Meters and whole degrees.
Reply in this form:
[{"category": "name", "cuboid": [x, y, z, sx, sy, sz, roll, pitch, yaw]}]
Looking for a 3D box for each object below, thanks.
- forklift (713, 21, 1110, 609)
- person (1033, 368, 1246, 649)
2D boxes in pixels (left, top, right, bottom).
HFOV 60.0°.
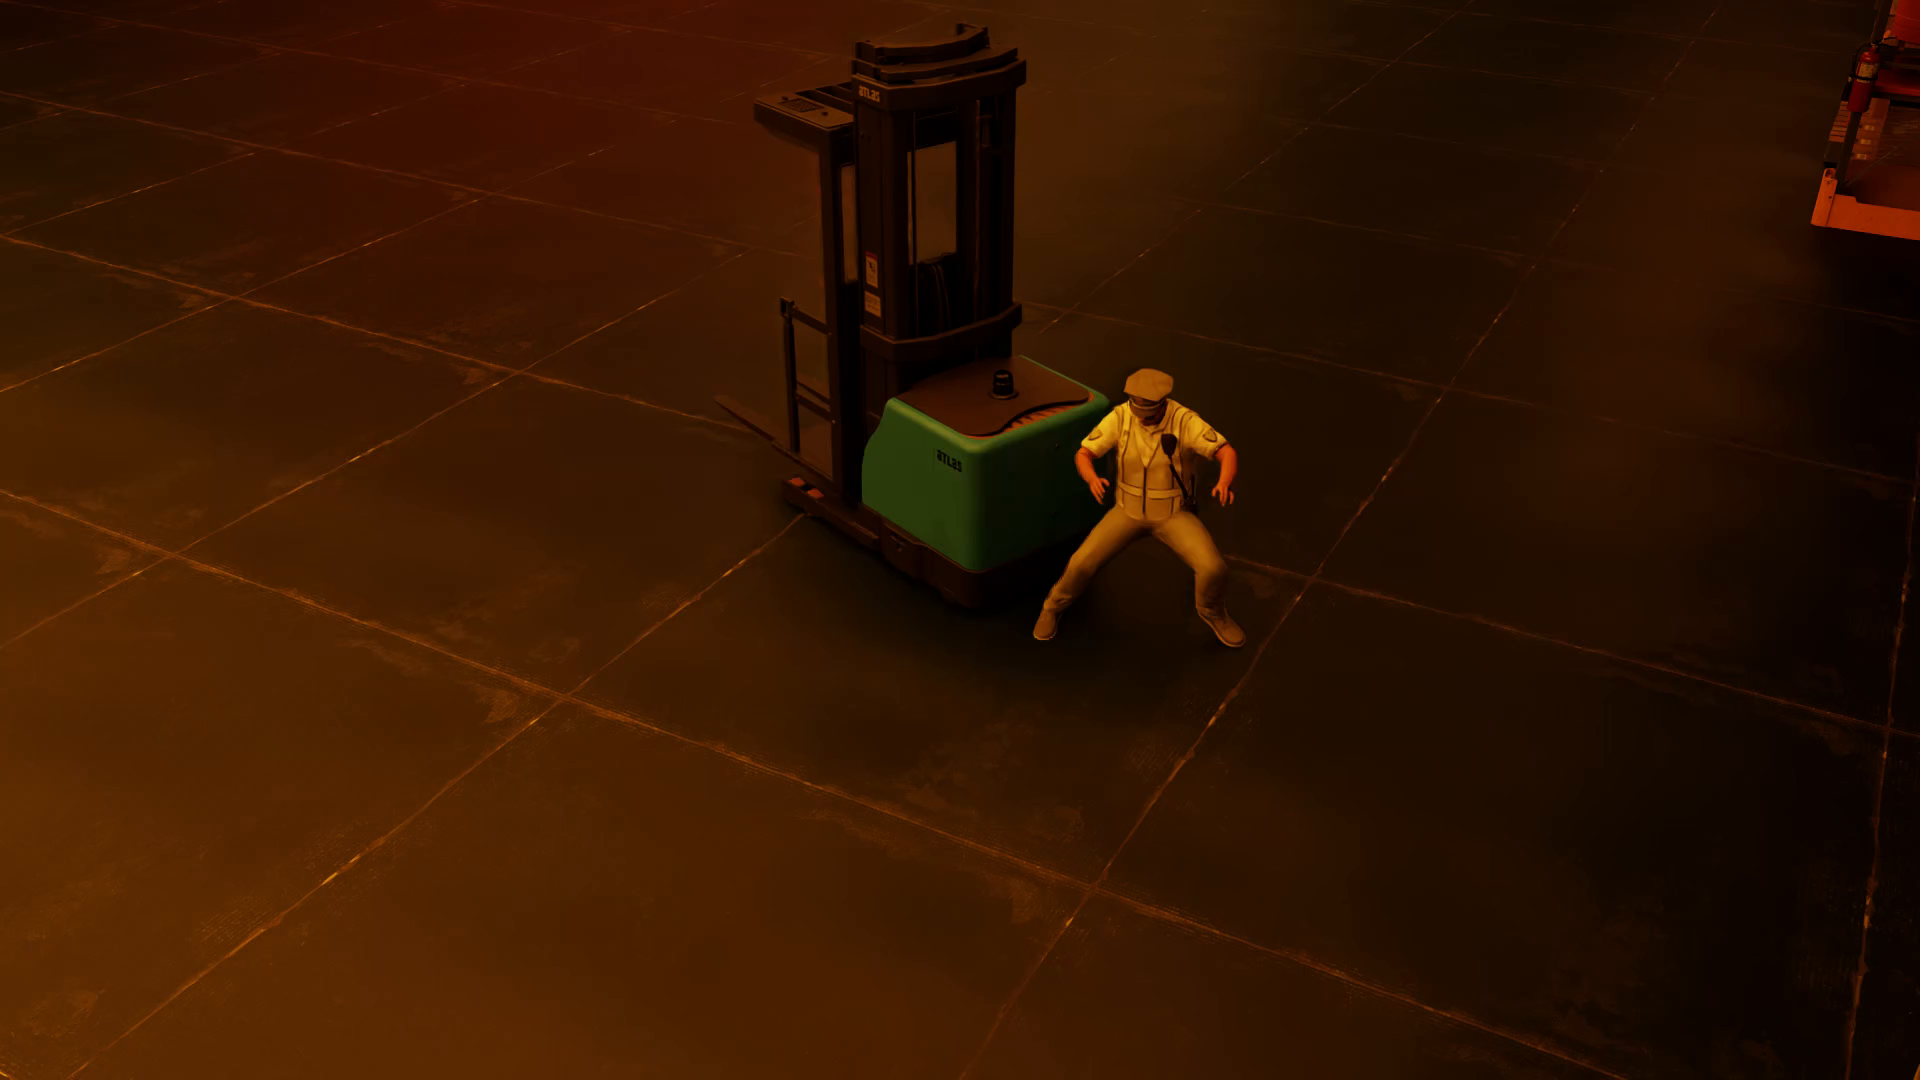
[{"category": "forklift", "cuboid": [-0.461, -1.556, 9.766, 1.130, 2.935, 3.031, -22, 37, -33]}, {"category": "person", "cuboid": [0.993, -0.137, 8.737, 1.124, 1.530, 0.754, 12, 32, 19]}]
